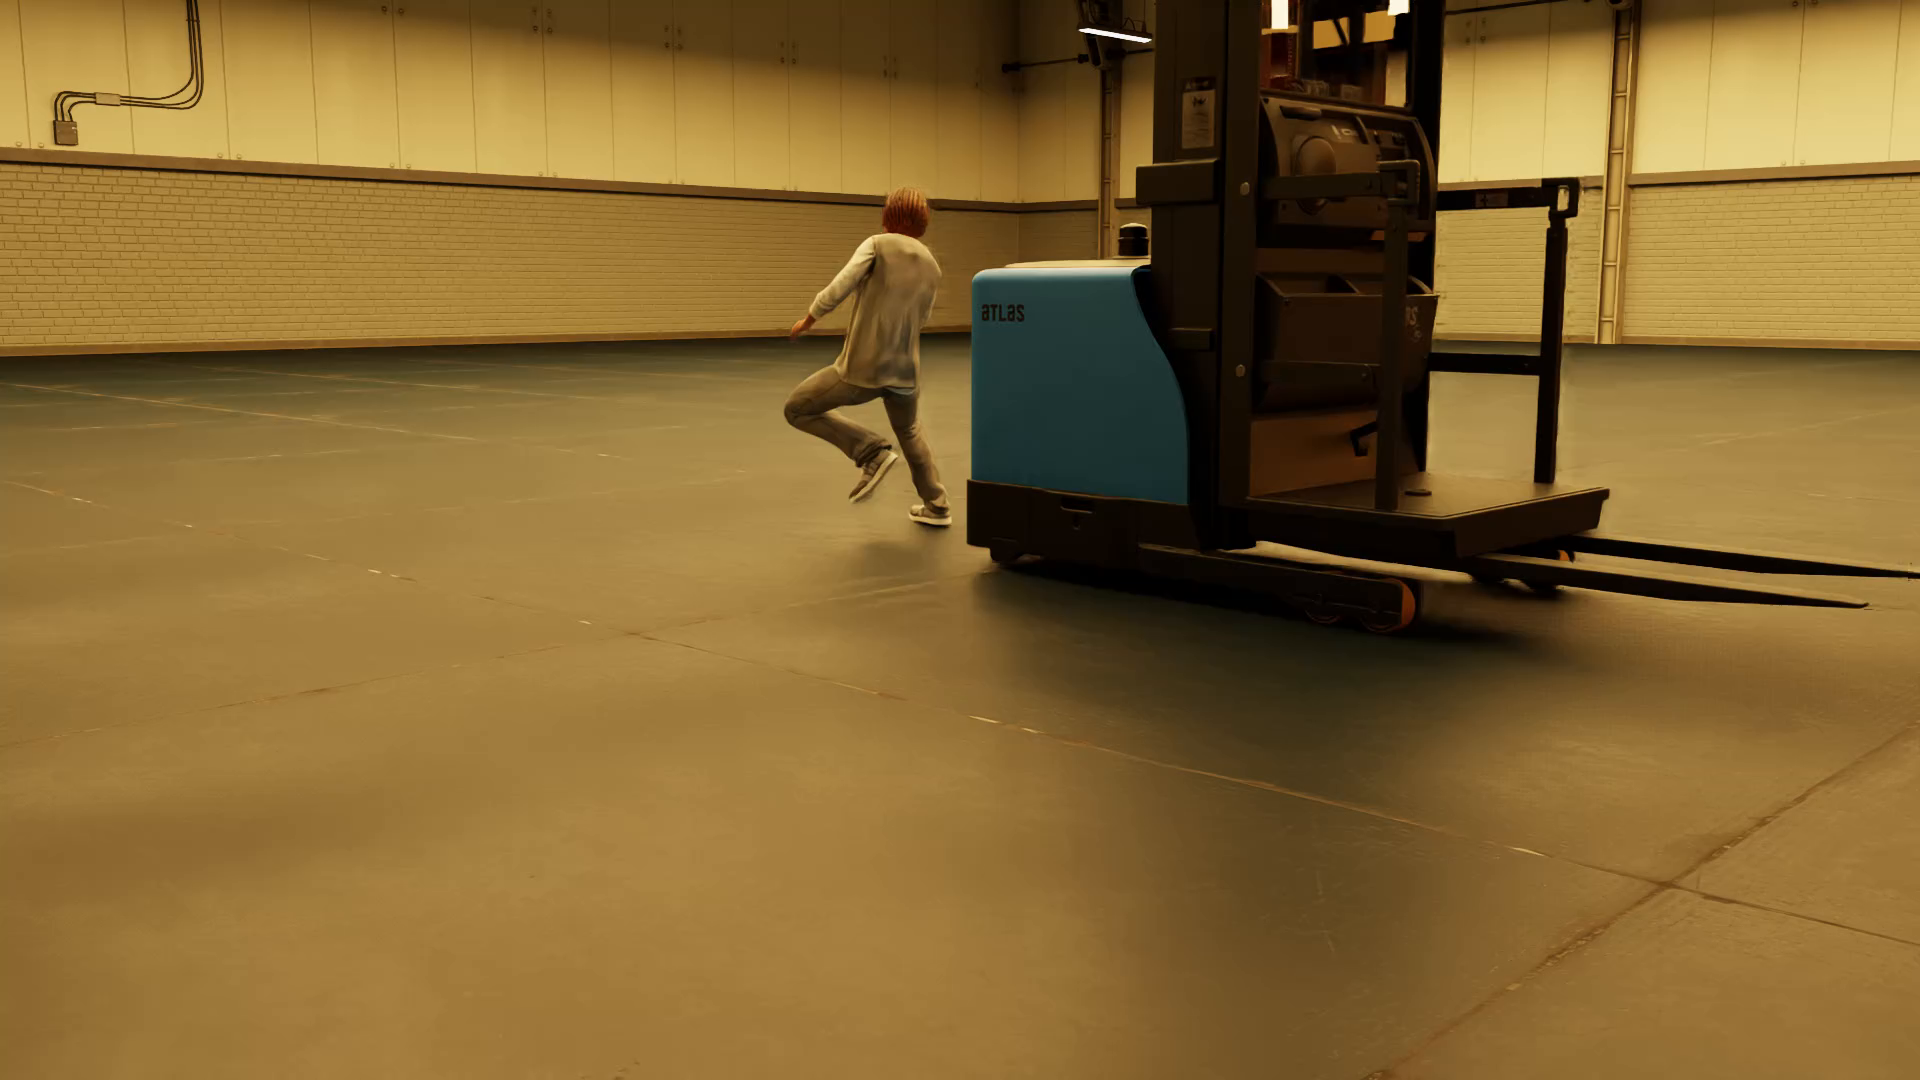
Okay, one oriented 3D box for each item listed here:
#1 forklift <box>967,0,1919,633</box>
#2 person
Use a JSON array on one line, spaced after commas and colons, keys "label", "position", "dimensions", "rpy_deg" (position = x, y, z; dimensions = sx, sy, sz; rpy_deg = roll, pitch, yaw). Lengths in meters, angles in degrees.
[{"label": "forklift", "position": [1.417, -1.261, 5.246], "dimensions": [1.130, 2.935, 3.031], "rpy_deg": [-8, 12, -44]}, {"label": "person", "position": [-0.363, -0.732, 6.860], "dimensions": [0.720, 1.393, 0.698], "rpy_deg": [-6, 10, -33]}]
